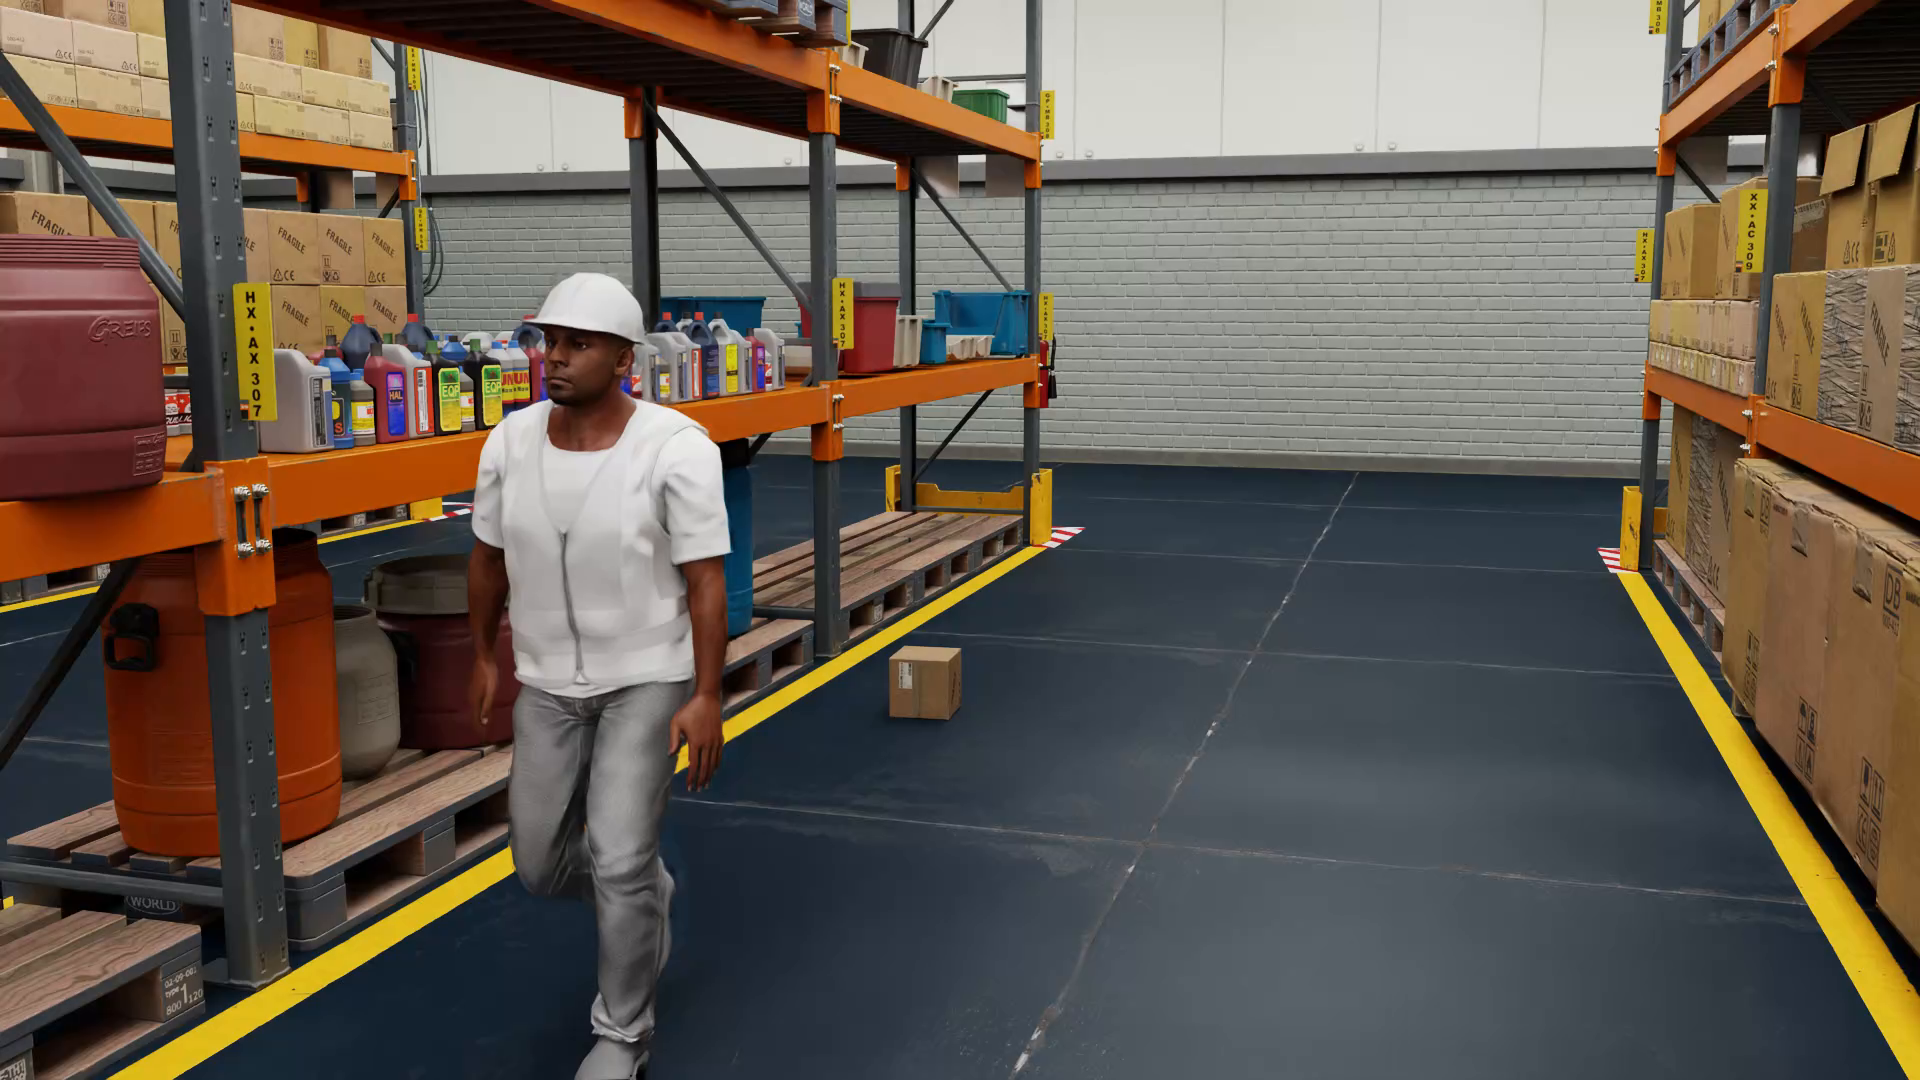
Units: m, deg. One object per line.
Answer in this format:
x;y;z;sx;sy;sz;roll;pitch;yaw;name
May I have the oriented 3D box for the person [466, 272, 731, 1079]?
-0.788;0.294;3.676;0.668;1.746;0.681;2;8;12;person
